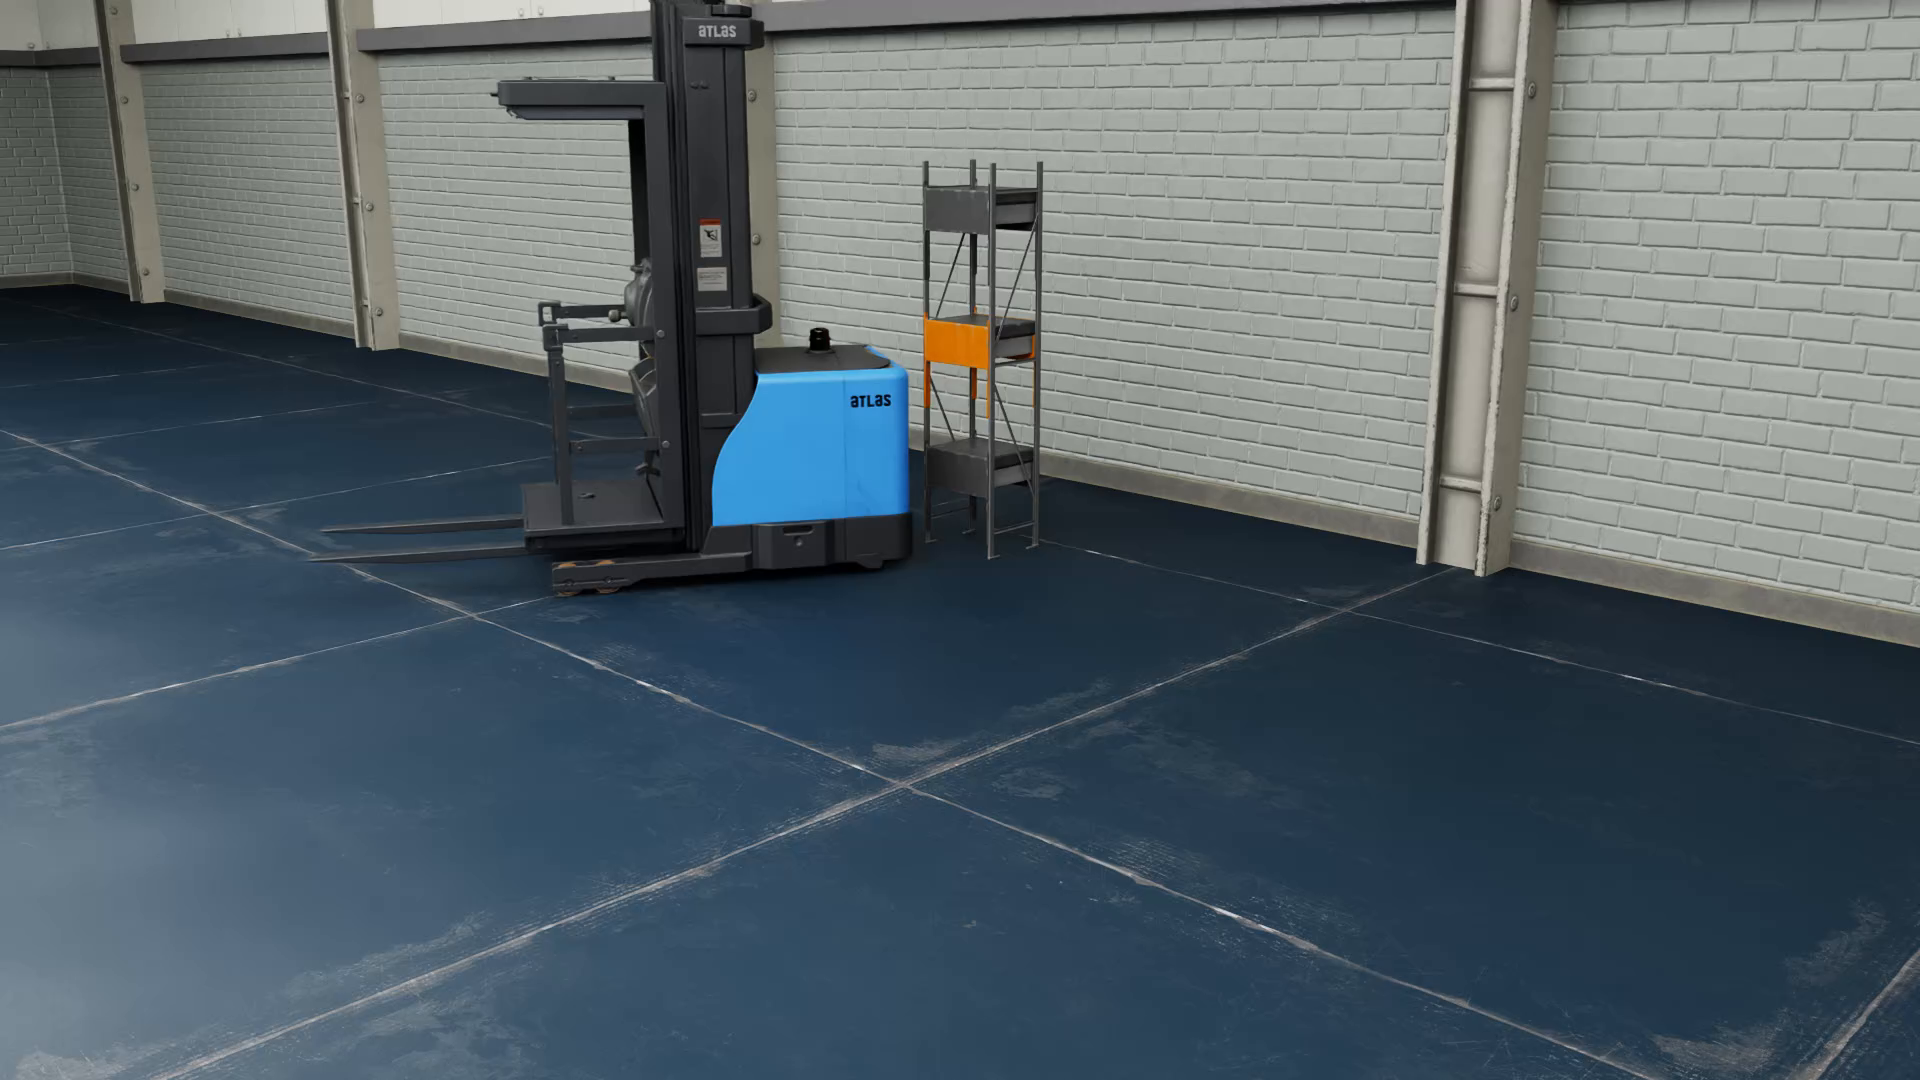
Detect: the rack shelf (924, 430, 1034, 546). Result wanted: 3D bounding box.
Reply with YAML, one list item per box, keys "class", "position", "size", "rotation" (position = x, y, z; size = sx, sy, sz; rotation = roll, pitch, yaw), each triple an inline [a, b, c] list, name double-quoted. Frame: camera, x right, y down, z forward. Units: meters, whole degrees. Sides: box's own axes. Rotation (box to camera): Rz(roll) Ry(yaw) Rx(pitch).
- class: "rack shelf"
  position: [0.119, -0.297, 9.236]
  size: [0.480, 0.518, 0.431]
  rotation: [14, 20, 42]

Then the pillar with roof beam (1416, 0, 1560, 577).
- class: "pillar with roof beam"
  position: [-0.285, -3.443, 4.800]
  size: [0.400, 9.000, 9.100]
  rotation: [14, 20, 42]

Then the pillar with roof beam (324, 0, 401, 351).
- class: "pillar with roof beam"
  position: [-8.923, -5.544, 12.860]
  size: [0.400, 9.000, 9.100]
  rotation: [14, 20, 42]

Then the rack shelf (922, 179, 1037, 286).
- class: "rack shelf"
  position: [0.119, -1.651, 8.883]
  size: [0.480, 0.518, 0.431]
  rotation: [14, 20, 42]

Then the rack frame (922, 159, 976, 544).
- class: "rack frame"
  position: [-0.056, -1.030, 9.220]
  size: [0.015, 2.100, 0.400]
  rotation: [14, 20, 42]

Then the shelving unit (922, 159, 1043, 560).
- class: "shelving unit"
  position: [0.119, -0.987, 9.056]
  size: [0.503, 2.100, 0.431]
  rotation: [14, 20, 42]

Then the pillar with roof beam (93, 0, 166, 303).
- class: "pillar with roof beam"
  position: [-13.242, -6.594, 16.890]
  size: [0.400, 9.000, 9.100]
  rotation: [14, 20, 42]

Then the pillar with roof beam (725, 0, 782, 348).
- class: "pillar with roof beam"
  position: [-4.604, -4.493, 8.830]
  size: [0.400, 9.000, 9.100]
  rotation: [14, 20, 42]

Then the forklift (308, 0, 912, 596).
- class: "forklift"
  position: [-1.828, -1.283, 8.543]
  size: [3.031, 2.935, 1.130]
  rotation: [-4, 15, -15]

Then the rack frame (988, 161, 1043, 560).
- class: "rack frame"
  position: [0.295, -0.944, 8.892]
  size: [0.015, 2.100, 0.400]
  rotation: [14, 20, 42]

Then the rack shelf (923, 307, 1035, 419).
- class: "rack shelf"
  position: [0.119, -0.974, 9.060]
  size: [0.480, 0.518, 0.431]
  rotation: [14, 20, 42]
